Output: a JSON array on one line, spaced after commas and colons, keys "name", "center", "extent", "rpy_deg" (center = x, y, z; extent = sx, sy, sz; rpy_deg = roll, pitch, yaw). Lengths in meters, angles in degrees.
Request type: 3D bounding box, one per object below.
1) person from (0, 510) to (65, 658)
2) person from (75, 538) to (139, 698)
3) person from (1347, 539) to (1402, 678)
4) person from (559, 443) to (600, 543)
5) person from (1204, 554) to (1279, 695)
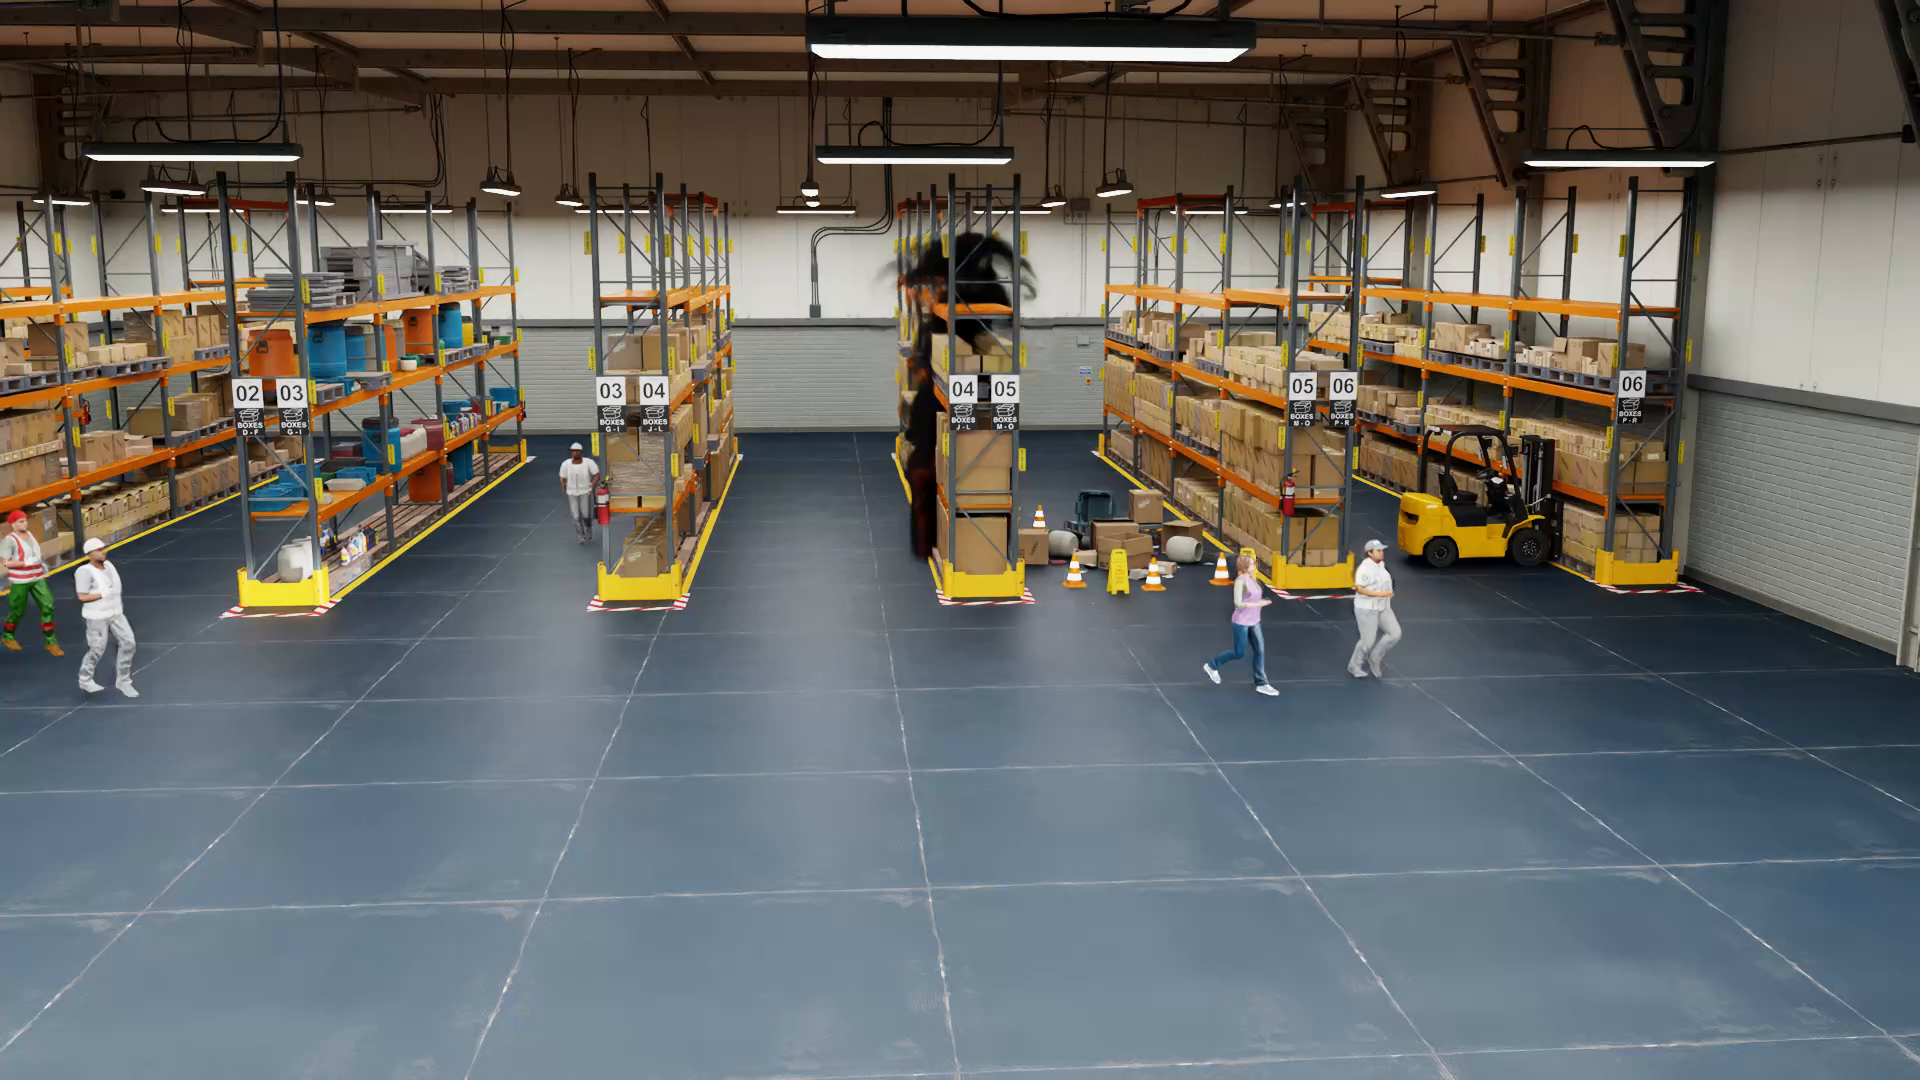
[{"name": "person", "center": [-11.477, 0.533, 20.438], "extent": [0.862, 1.835, 0.653], "rpy_deg": [4, 11, 23]}, {"name": "person", "center": [-9.551, 0.886, 18.553], "extent": [0.742, 1.838, 0.657], "rpy_deg": [3, 10, 17]}, {"name": "person", "center": [4.815, 0.813, 19.336], "extent": [0.667, 1.662, 0.604], "rpy_deg": [-10, 14, -44]}, {"name": "person", "center": [-6.449, -0.786, 28.157], "extent": [0.674, 1.721, 0.569], "rpy_deg": [-1, 10, -3]}, {"name": "person", "center": [3.202, 0.936, 18.747], "extent": [0.882, 1.578, 0.543], "rpy_deg": [7, 12, 34]}]
